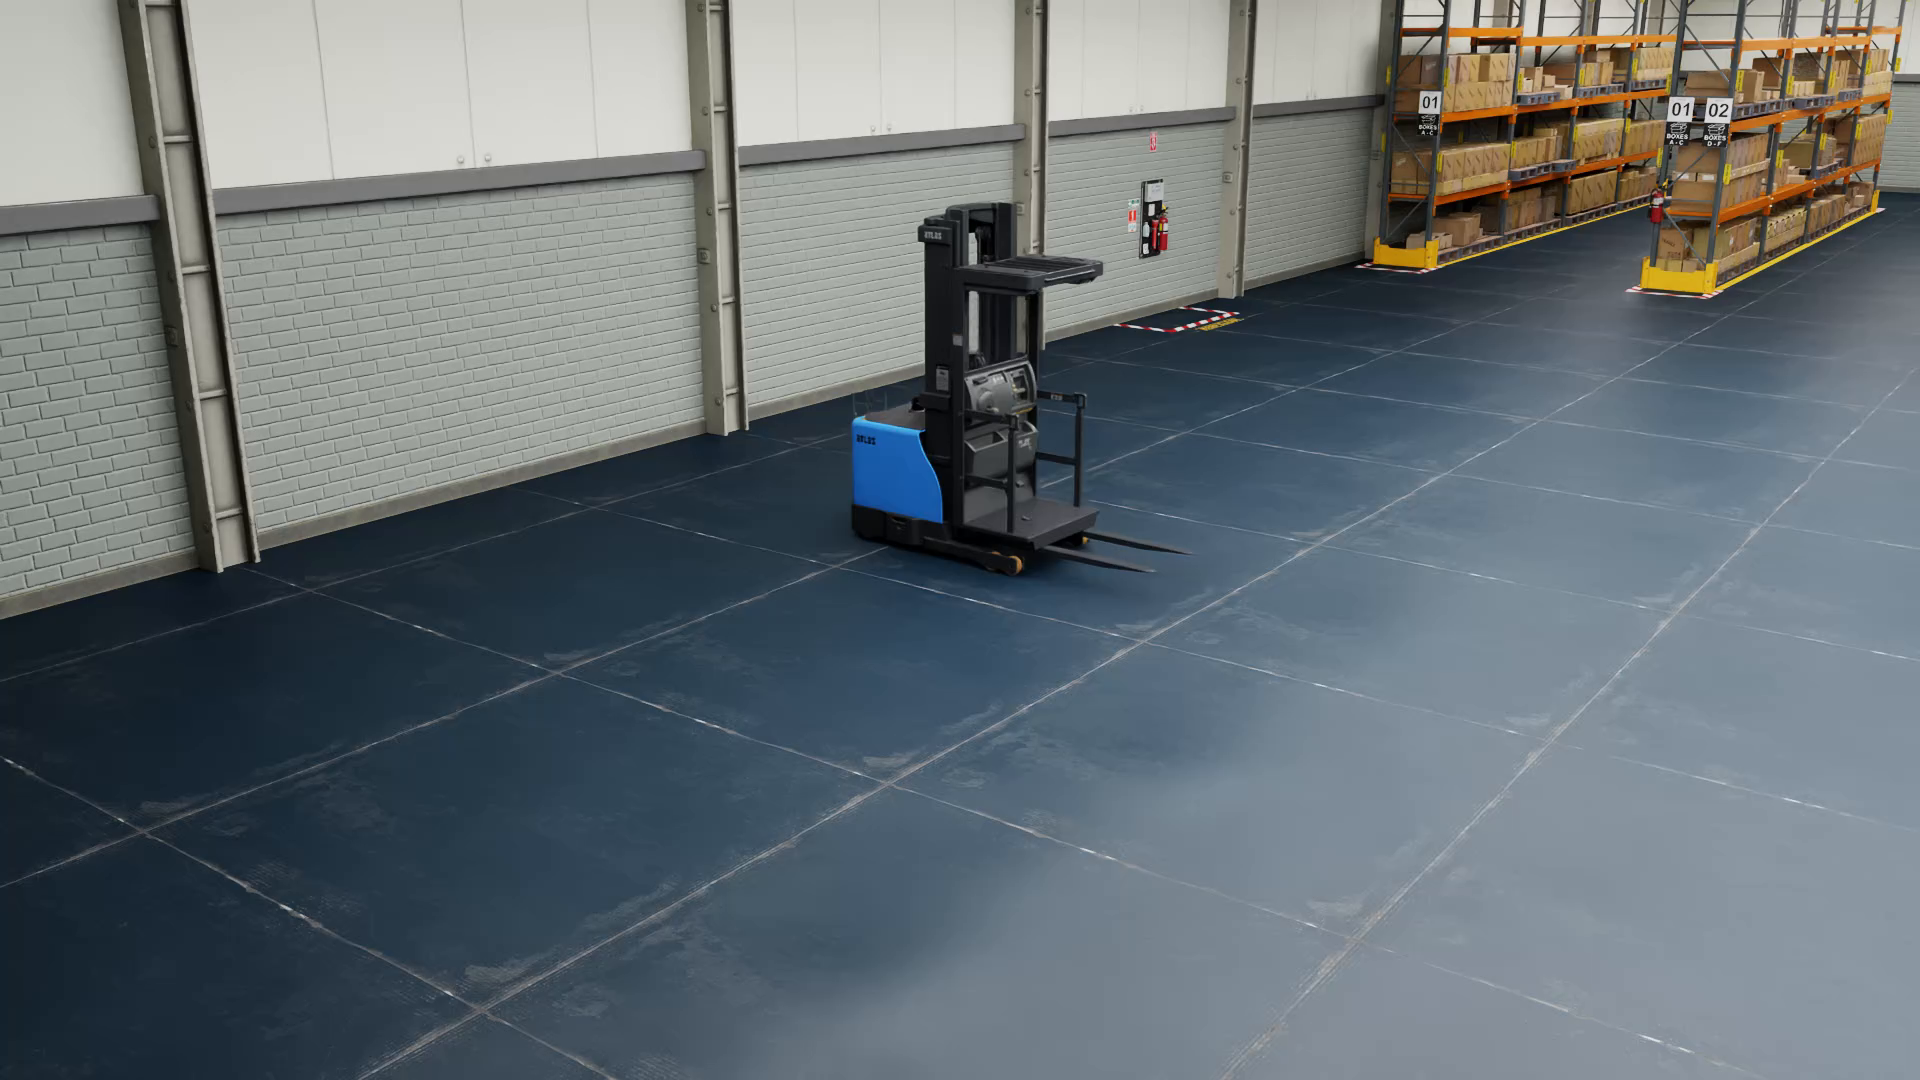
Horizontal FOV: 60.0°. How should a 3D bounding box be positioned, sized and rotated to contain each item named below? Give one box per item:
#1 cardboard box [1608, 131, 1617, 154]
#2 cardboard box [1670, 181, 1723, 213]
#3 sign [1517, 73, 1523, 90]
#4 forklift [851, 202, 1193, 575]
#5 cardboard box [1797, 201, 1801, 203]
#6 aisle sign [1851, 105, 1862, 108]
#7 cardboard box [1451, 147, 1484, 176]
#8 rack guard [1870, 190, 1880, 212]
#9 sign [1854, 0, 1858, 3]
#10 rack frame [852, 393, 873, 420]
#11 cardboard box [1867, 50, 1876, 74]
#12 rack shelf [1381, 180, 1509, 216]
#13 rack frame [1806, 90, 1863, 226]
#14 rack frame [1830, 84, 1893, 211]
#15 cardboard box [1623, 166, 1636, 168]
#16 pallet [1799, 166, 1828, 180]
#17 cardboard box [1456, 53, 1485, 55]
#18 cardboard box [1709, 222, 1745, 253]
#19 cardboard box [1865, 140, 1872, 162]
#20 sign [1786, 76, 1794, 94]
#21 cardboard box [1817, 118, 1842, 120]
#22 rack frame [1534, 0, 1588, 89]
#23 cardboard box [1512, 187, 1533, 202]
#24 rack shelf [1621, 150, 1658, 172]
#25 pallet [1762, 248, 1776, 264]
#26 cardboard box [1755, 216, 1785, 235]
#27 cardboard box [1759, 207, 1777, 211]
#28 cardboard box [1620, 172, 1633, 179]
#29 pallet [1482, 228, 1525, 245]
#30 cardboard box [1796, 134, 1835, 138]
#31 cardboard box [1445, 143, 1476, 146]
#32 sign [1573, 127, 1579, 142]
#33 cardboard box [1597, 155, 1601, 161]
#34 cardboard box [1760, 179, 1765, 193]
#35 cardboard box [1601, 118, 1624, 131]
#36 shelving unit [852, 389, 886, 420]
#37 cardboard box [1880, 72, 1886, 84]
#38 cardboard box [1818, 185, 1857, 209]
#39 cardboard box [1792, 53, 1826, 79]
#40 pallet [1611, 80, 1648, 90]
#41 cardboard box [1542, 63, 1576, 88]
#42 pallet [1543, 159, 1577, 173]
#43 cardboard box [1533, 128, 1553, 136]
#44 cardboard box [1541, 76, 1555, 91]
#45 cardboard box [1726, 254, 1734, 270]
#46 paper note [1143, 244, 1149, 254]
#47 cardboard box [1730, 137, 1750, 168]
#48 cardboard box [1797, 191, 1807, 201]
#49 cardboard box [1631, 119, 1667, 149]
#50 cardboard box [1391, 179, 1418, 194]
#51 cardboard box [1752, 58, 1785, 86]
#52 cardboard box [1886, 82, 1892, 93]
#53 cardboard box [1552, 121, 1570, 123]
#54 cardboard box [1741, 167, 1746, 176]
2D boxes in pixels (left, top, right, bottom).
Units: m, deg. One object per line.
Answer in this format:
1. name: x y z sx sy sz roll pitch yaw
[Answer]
1. cardboard box: 15.164 -9.409 39.281 0.500 0.500 0.500 13 21 35
2. cardboard box: 12.652 -5.911 28.553 0.700 0.500 0.500 12 21 35
3. sign: 11.206 -9.167 33.277 0.100 0.325 0.005 12 21 35
4. forklift: 0.514 -1.283 13.933 3.031 2.935 1.130 13 21 35
5. cardboard box: 17.807 -7.064 35.906 0.500 0.500 0.500 12 21 33
6. aisle sign: 21.701 -10.875 40.323 0.394 0.787 0.004 12 21 35
7. cardboard box: 9.822 -7.349 32.305 0.500 0.500 0.500 13 22 36
8. rack guard: 21.851 -8.354 40.801 1.175 0.500 0.348 12 21 35
9. sign: 21.461 -13.010 39.758 0.100 0.325 0.005 12 21 35
10. rack frame: -0.871 -0.733 15.077 0.240 1.200 0.006 12 21 36
11. cardboard box: 20.184 -10.787 37.511 0.700 0.500 0.500 12 21 35
12. rack shelf: 9.574 -6.762 32.674 1.077 0.370 4.000 12 21 35
13. rack frame: 19.513 -8.613 37.421 1.000 3.000 0.127 12 21 35
14. rack frame: 21.897 -9.566 40.489 1.000 3.000 0.127 12 21 35
15. cardboard box: 17.192 -9.517 42.744 0.380 0.149 0.250 12 21 35
16. pallet: 17.477 -7.742 34.941 1.213 0.211 1.003 12 21 35
17. cardboard box: 10.245 -9.483 33.277 0.500 0.500 0.500 13 21 36
18. cardboard box: 13.757 -5.446 29.885 0.500 0.500 0.500 12 21 35
19. cardboard box: 20.940 -9.097 38.810 0.500 0.500 0.500 12 21 34
20. sign: 15.193 -8.327 30.437 0.100 0.325 0.005 12 21 35
21. cardboard box: 19.910 -9.427 38.188 0.500 0.500 0.500 12 21 34
22. rack frame: 13.149 -11.400 36.279 1.000 3.000 0.127 12 21 35
23. cardboard box: 12.070 -7.480 35.983 0.500 0.250 0.500 12 21 34
24. rack shelf: 16.724 -9.620 41.878 1.077 0.370 4.000 12 21 35
25. pallet: 15.154 -5.558 32.286 1.003 0.211 1.213 12 21 35
26. cardboard box: 15.803 -6.159 32.501 0.500 0.311 0.500 12 21 33
27. cardboard box: 16.582 -6.743 34.381 0.500 0.311 0.500 13 22 37
28. cardboard box: 16.411 -9.013 41.123 0.380 0.149 0.250 13 22 37
29. pallet: 11.229 -6.436 35.113 1.003 0.211 1.213 12 21 35
30. cardboard box: 19.051 -8.788 37.108 0.700 0.500 0.500 5 18 16
31. cardboard box: 10.007 -7.680 33.373 0.500 0.500 0.500 12 21 34
32. sign: 13.591 -8.956 36.708 0.100 0.325 0.005 12 21 35
33. cardboard box: 14.766 -8.952 38.901 0.380 0.149 0.250 12 21 33
34. cardboard box: 15.005 -6.761 31.710 0.500 0.250 0.500 14 22 38
35. cardboard box: 15.460 -9.888 39.560 0.500 0.250 0.500 13 22 36
36. shelving unit: -0.815 -0.754 15.147 0.258 1.200 0.189 12 21 36
37. cardboard box: 21.197 -10.760 38.688 0.500 0.250 0.500 12 21 35
38. cardboard box: 20.629 -8.079 39.170 0.797 0.503 0.637 12 21 35
39. cardboard box: 17.395 -9.721 34.076 0.500 0.500 0.500 12 21 35
40. pallet: 16.029 -11.070 40.427 1.003 0.211 1.213 12 21 35
41. cardboard box: 13.387 -10.348 37.042 0.700 0.500 0.500 11 20 30
42. pallet: 12.810 -8.254 36.590 1.213 0.211 1.003 12 21 35
43. cardboard box: 12.788 -8.936 36.456 0.380 0.149 0.250 9 19 26
44. cardboard box: 12.302 -9.734 35.764 0.797 0.503 0.637 16 24 42
45. cardboard box: 13.455 -4.969 29.616 0.500 0.250 0.500 12 21 35
46. paper note: 2.866 -4.487 25.621 0.016 0.148 0.142 12 21 35
47. cardboard box: 13.590 -6.909 29.579 0.700 0.500 0.500 12 21 35
48. cardboard box: 18.135 -7.557 36.231 0.500 0.250 0.500 12 21 34
49. cardboard box: 17.620 -10.460 42.863 0.980 0.700 0.700 14 22 37
50. cardboard box: 8.505 -6.713 31.521 0.500 0.250 0.500 13 21 35
51. cardboard box: 15.146 -8.767 31.140 0.500 0.500 0.500 13 21 35
52. cardboard box: 21.802 -10.758 39.522 0.500 0.250 0.500 12 21 35
53. cardboard box: 13.831 -9.490 38.278 0.500 0.250 0.500 12 21 33
54. cardboard box: 13.687 -6.534 29.463 0.380 0.149 0.250 13 21 35
